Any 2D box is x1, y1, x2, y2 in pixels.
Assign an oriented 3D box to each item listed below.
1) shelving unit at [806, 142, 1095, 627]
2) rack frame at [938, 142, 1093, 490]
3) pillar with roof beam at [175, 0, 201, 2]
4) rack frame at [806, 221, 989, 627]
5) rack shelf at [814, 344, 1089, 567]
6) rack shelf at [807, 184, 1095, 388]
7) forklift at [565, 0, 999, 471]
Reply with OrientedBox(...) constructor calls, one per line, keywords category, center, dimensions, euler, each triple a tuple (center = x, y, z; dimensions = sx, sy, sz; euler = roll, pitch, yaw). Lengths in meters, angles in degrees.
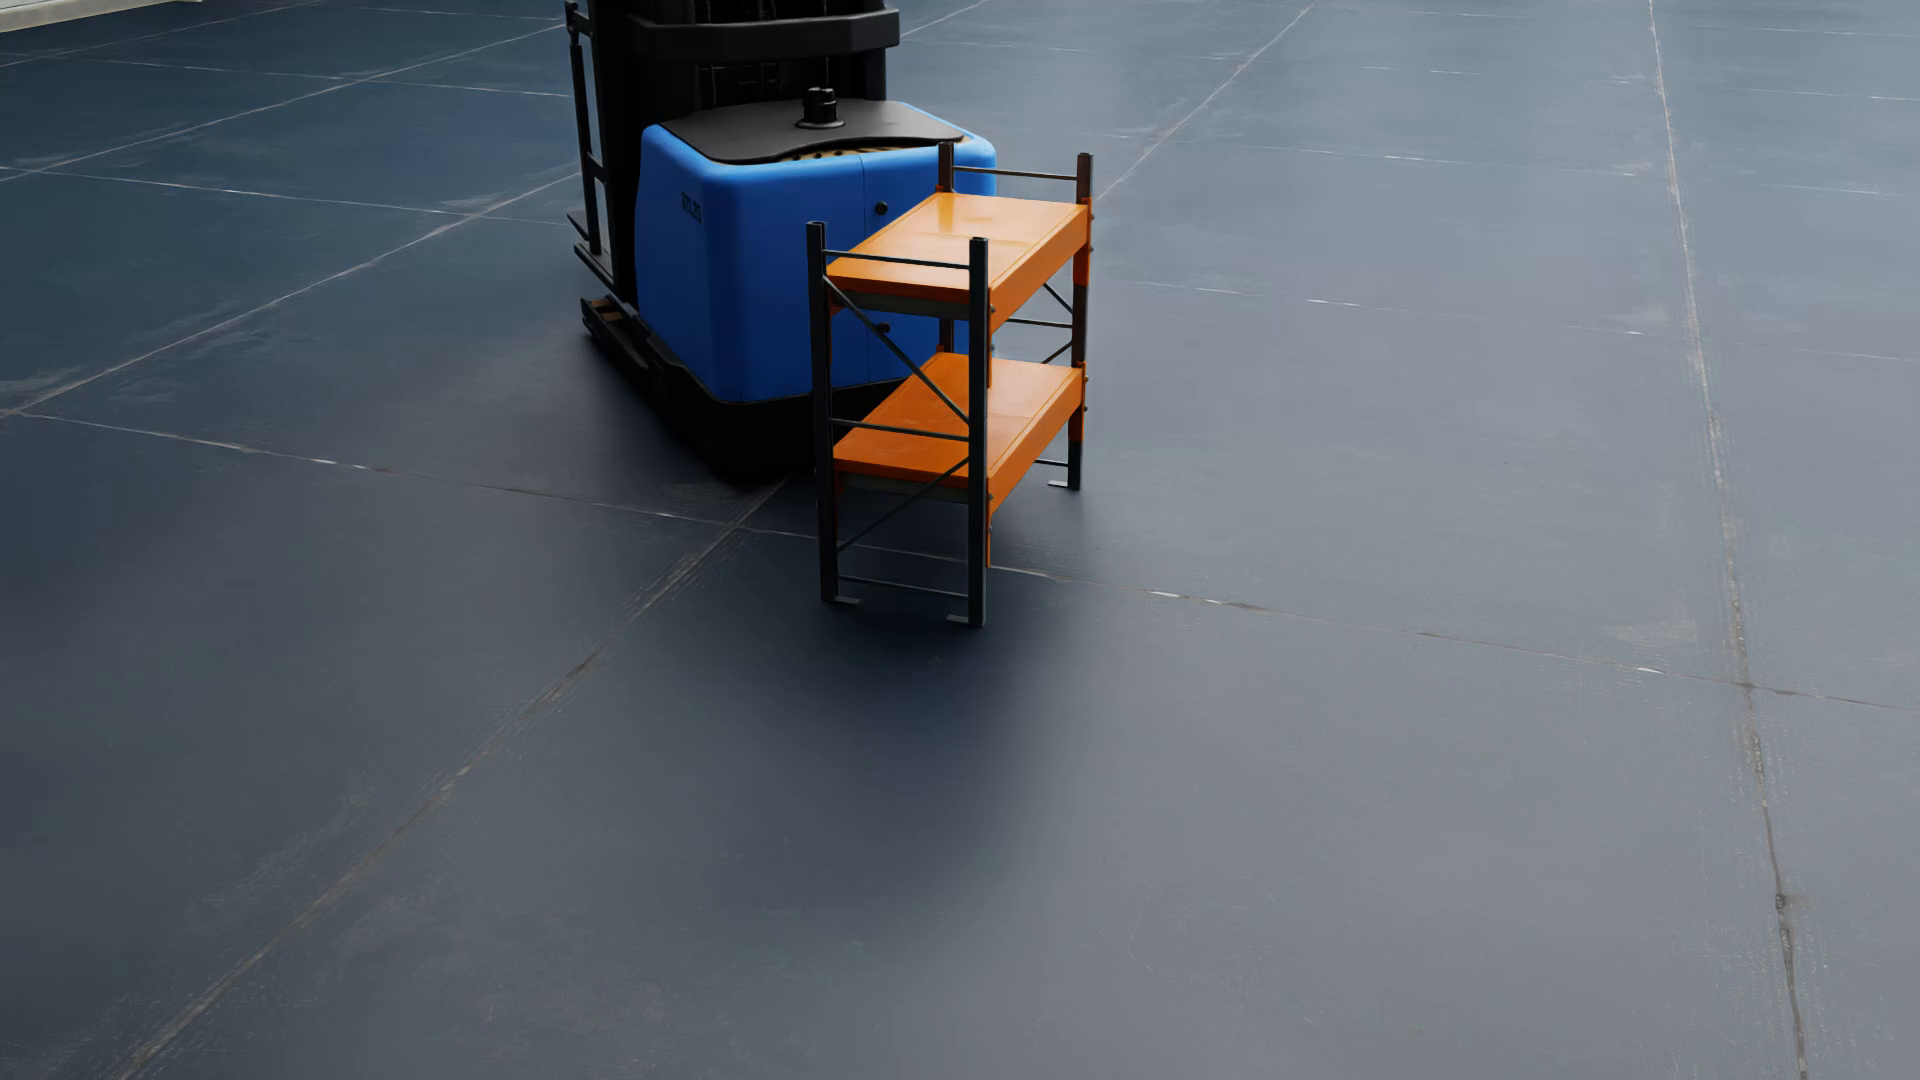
OrientedBox(category="shelving unit", center=(0.002, -0.509, 5.011), dimensions=(0.538, 1.125, 1.048), euler=(9, 27, 17))
OrientedBox(category="rack frame", center=(0.171, -0.718, 5.442), dimensions=(0.500, 1.125, 0.032), euler=(9, 27, 17))
OrientedBox(category="pillar with roof beam", center=(-3.271, -8.647, 12.783), dimensions=(9.100, 9.000, 0.400), euler=(9, 27, 17))
OrientedBox(category="rack frame", center=(-0.167, -0.300, 4.579), dimensions=(0.500, 1.125, 0.032), euler=(9, 27, 17))
OrientedBox(category="rack shelf", center=(0.002, -0.289, 5.117), dimensions=(0.538, 0.278, 1.000), euler=(9, 27, 17))
OrientedBox(category="rack shelf", center=(0.002, -0.772, 4.883), dimensions=(0.538, 0.278, 1.000), euler=(9, 27, 17))
OrientedBox(category="forklift", center=(-0.942, -2.164, 6.356), dimensions=(1.130, 2.935, 3.031), euler=(-11, 28, -22))
